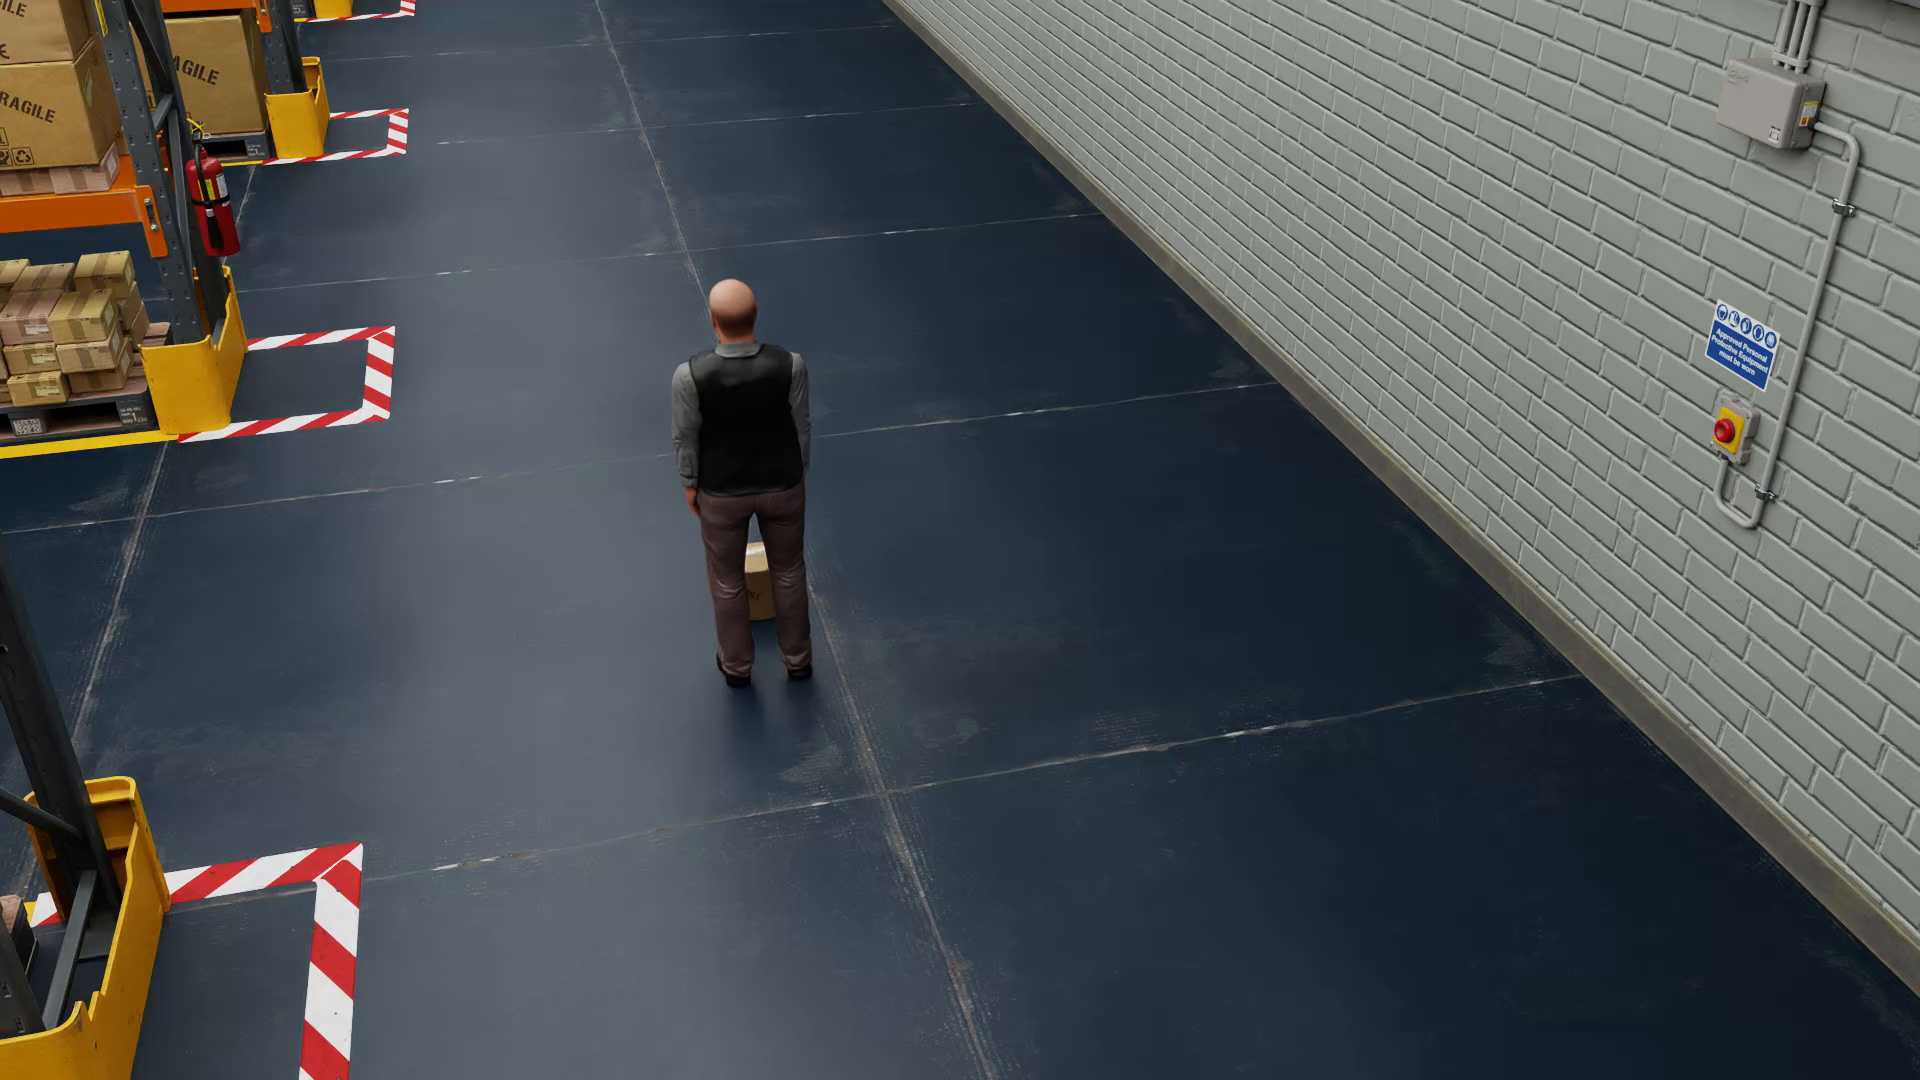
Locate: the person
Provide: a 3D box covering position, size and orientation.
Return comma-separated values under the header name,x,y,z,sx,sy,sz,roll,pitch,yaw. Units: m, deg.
name,x,y,z,sx,sy,sz,roll,pitch,yaw
person,-0.841,-0.206,6.524,0.533,1.718,0.358,-7,31,-12
